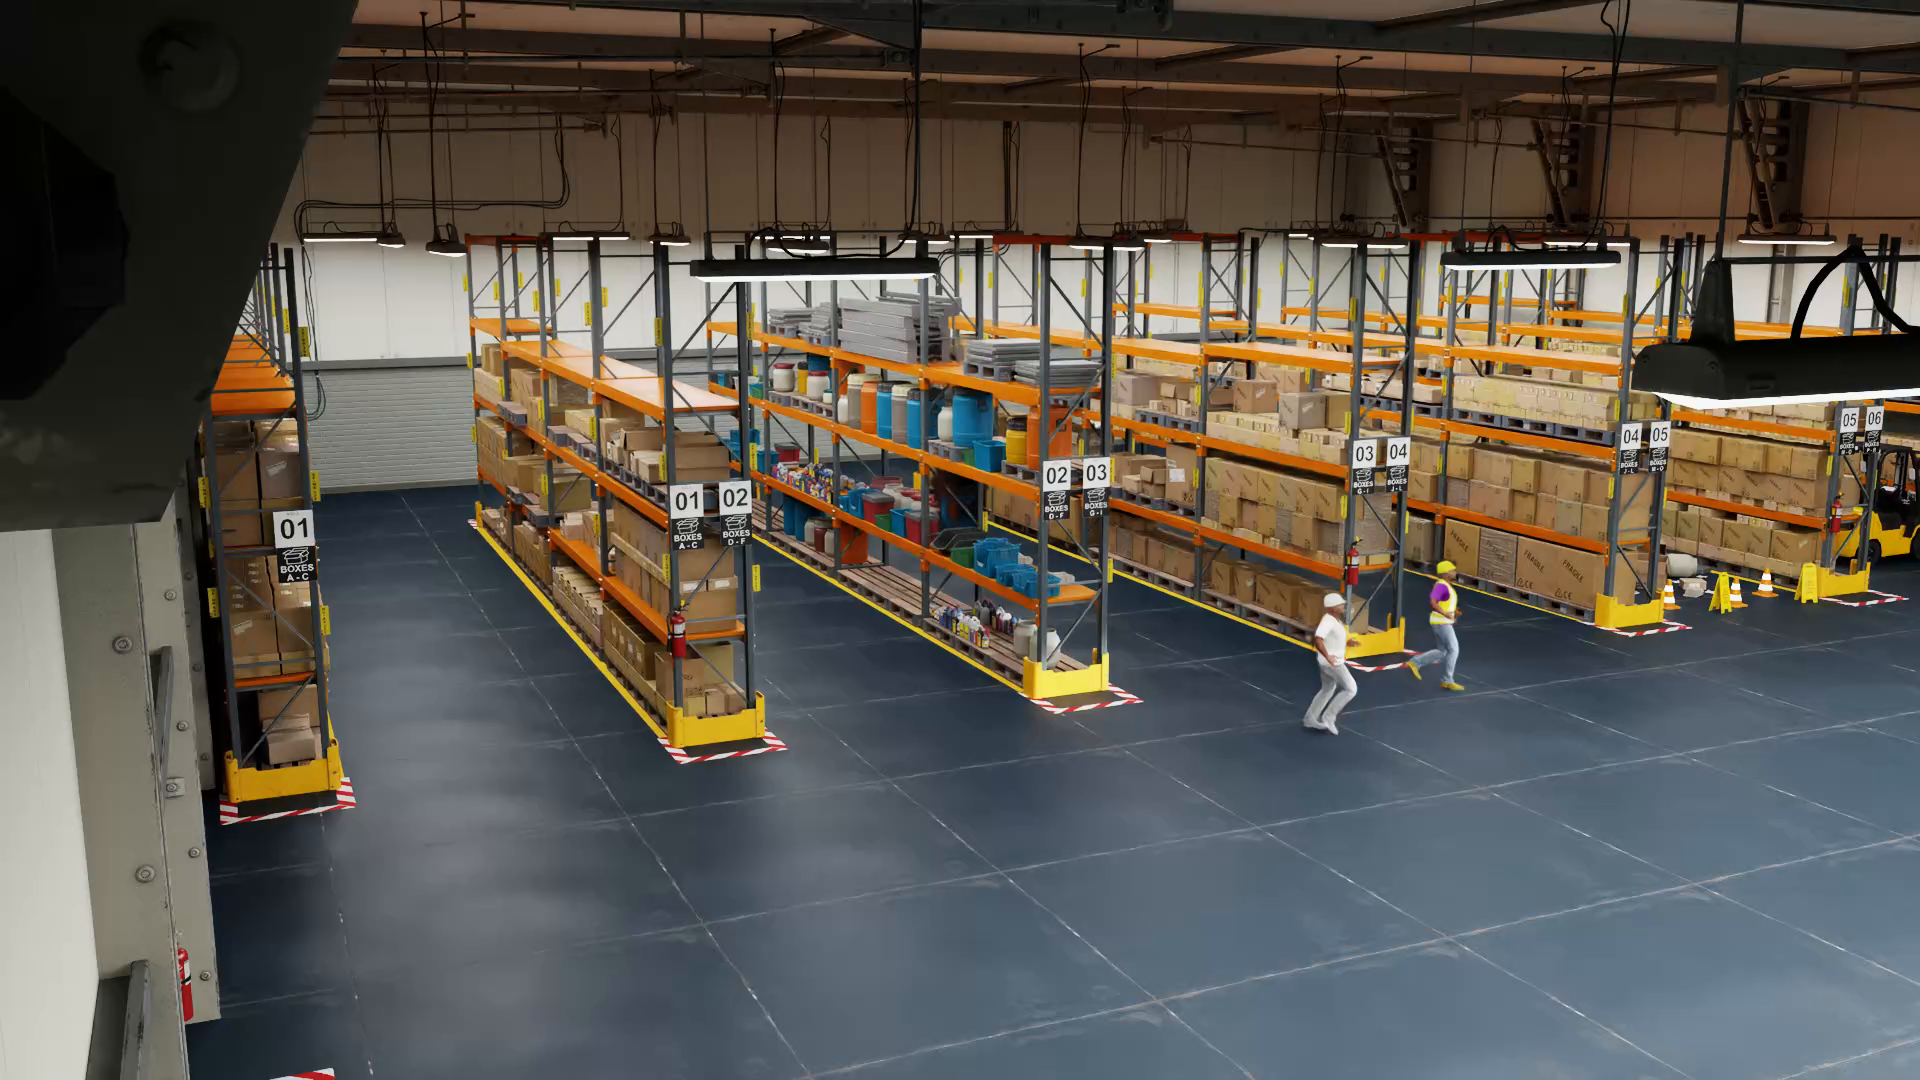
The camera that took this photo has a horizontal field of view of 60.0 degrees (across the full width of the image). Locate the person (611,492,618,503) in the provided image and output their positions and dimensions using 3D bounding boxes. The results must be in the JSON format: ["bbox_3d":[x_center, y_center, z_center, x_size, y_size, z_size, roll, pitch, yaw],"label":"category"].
[{"bbox_3d":[-6.919,-0.969,33.717,0.554,1.750,0.808,-8,14,-37],"label":"person"}]

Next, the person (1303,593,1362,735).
[{"bbox_3d":[4.641,1.537,20.634,0.700,1.770,0.673,1,11,5],"label":"person"}]

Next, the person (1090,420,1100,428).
[{"bbox_3d":[3.325,-2.501,41.648,0.716,1.683,0.832,-8,14,-37],"label":"person"}]

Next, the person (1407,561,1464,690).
[{"bbox_3d":[6.560,1.143,22.793,0.787,1.732,0.748,4,12,19],"label":"person"}]
